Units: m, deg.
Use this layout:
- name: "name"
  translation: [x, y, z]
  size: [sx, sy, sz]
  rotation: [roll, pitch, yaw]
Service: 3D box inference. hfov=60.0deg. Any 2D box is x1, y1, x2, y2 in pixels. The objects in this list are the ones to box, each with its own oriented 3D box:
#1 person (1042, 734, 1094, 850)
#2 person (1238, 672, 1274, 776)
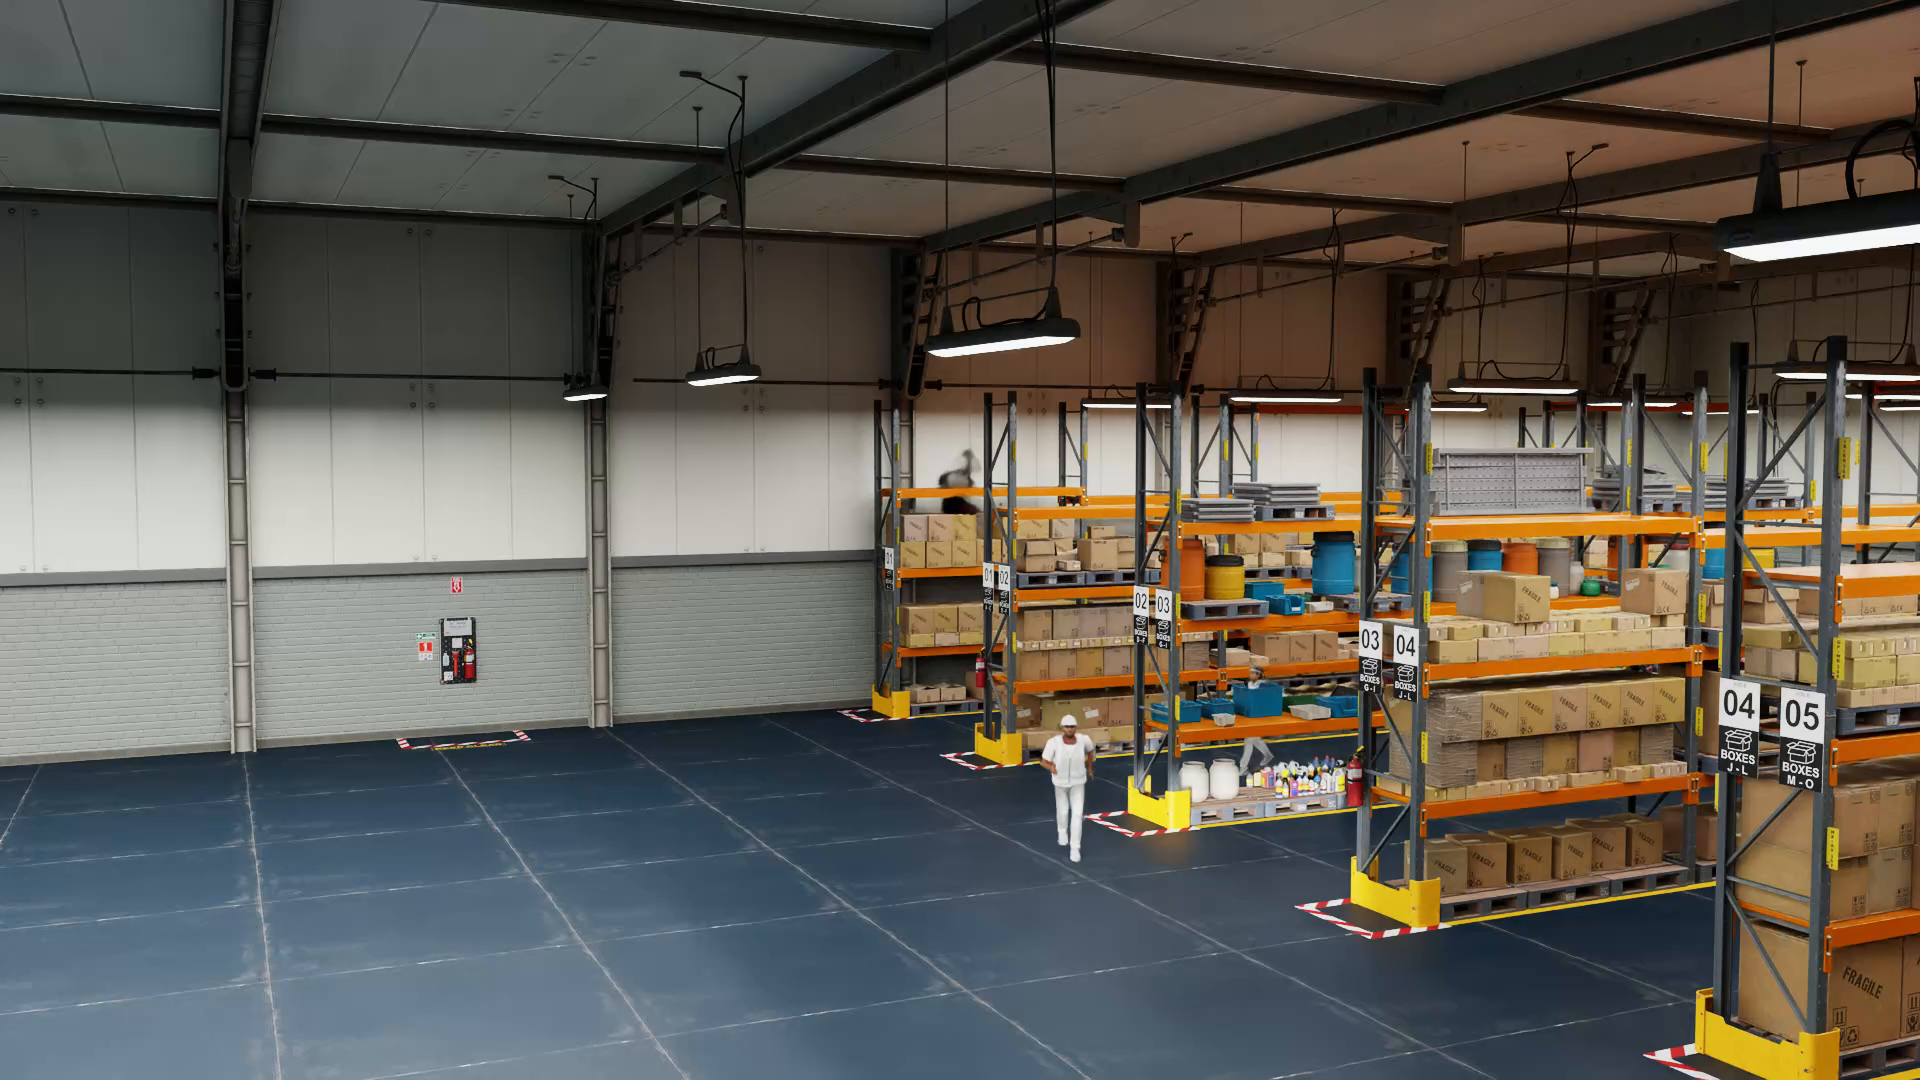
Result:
- name: "person"
  translation: [1.357, 3.130, 20.914]
  size: [0.644, 1.418, 0.805]
  rotation: [0, 3, 3]
- name: "person"
  translation: [4.617, 2.826, 26.083]
  size: [0.908, 1.648, 0.620]
  rotation: [-2, 4, -32]
